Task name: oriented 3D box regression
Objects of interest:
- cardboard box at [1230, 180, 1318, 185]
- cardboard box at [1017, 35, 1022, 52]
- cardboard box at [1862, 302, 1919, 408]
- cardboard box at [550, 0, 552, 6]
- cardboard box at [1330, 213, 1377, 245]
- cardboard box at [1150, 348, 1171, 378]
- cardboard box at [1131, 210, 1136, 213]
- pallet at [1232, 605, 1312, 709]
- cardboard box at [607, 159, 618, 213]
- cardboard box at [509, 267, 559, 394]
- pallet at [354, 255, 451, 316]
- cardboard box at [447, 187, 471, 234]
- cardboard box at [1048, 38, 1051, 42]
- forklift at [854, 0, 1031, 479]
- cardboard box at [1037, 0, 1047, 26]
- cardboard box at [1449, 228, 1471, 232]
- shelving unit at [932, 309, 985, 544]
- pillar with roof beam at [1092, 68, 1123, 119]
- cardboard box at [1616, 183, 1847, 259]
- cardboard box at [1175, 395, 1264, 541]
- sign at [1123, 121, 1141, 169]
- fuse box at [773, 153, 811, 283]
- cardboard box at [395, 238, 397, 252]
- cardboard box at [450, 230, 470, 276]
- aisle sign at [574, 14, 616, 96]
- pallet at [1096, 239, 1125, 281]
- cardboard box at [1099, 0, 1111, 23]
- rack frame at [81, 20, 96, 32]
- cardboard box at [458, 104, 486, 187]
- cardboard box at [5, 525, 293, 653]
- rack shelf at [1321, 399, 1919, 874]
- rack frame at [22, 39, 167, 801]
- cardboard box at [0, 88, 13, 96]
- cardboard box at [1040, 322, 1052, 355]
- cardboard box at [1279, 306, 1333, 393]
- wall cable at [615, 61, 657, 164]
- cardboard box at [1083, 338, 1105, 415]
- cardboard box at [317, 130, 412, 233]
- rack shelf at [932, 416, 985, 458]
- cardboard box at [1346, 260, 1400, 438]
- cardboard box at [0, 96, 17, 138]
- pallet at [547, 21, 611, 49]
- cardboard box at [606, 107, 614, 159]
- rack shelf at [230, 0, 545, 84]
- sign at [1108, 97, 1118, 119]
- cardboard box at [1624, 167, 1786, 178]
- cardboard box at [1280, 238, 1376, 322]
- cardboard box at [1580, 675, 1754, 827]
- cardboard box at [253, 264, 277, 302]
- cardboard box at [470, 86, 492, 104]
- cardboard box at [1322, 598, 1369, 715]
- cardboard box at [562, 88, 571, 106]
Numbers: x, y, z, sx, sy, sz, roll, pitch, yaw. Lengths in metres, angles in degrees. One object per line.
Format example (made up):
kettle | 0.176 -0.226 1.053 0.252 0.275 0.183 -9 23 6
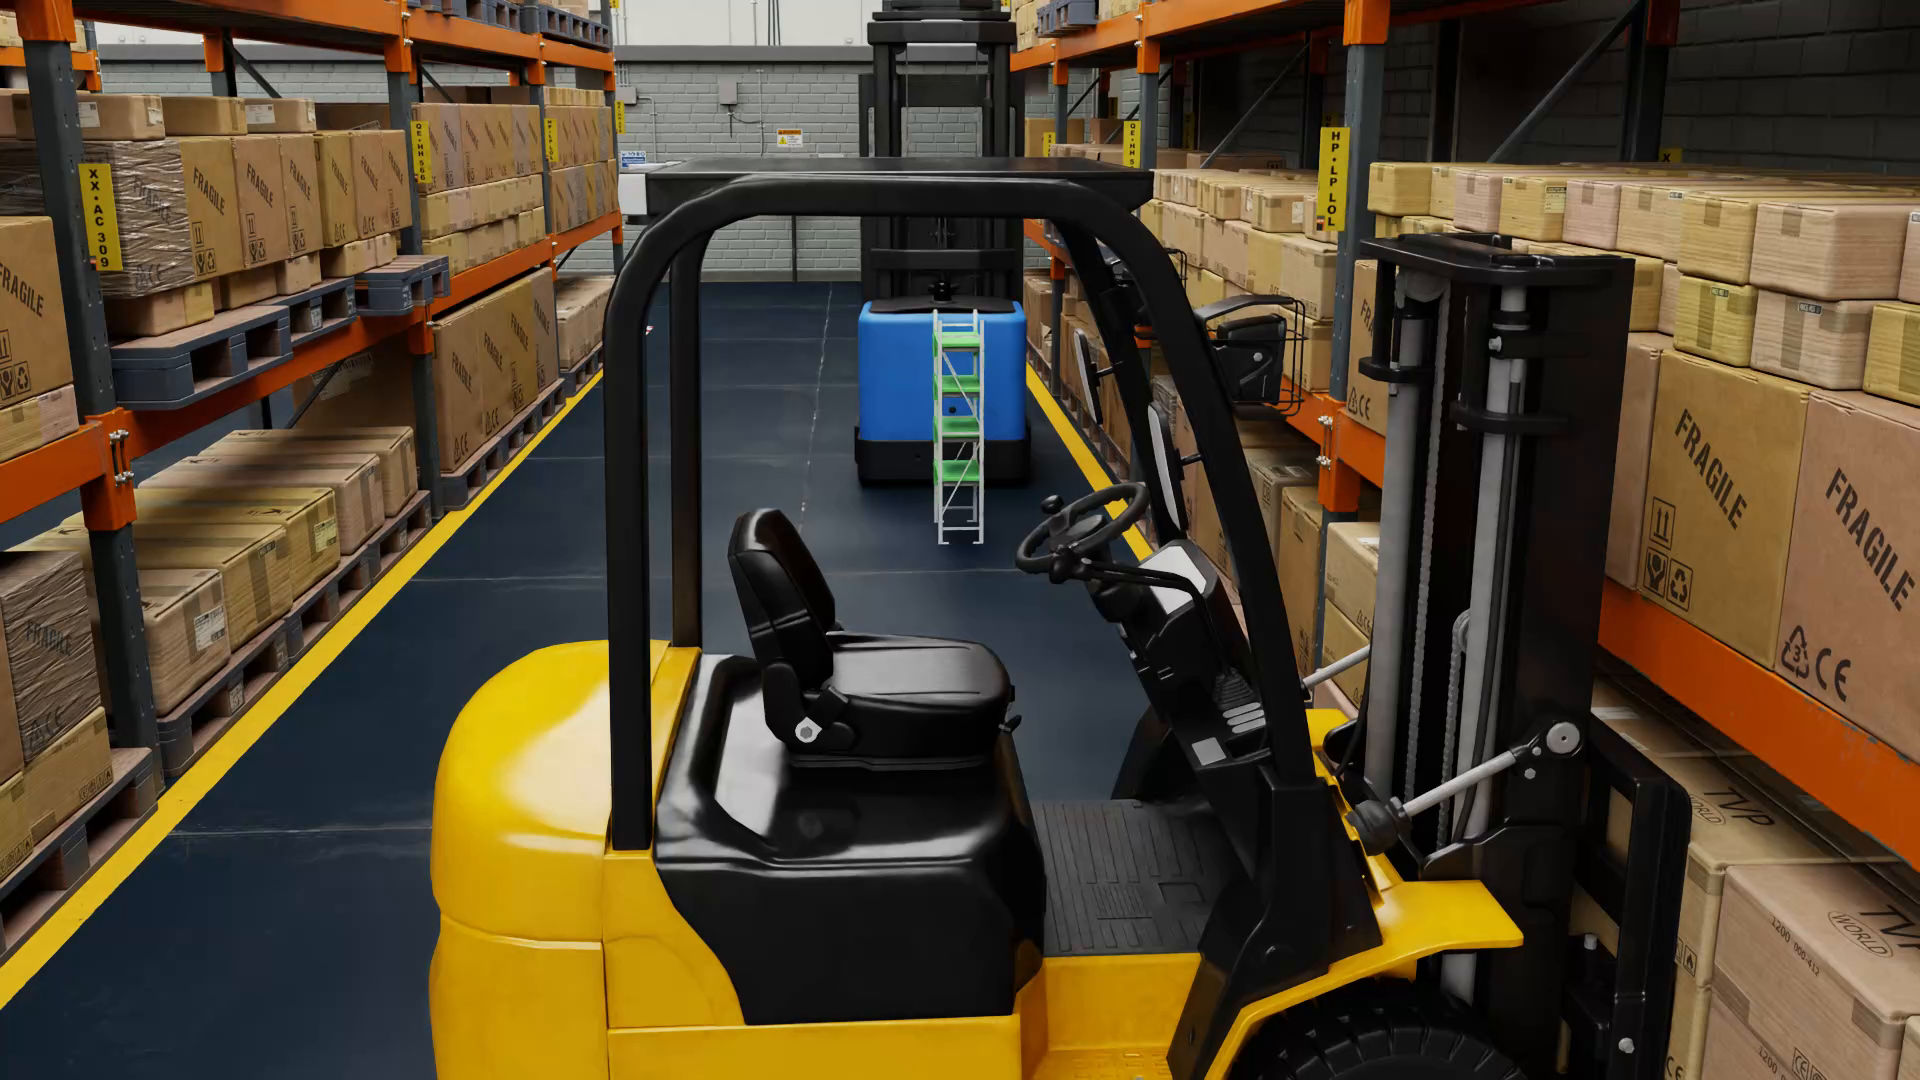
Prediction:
cardboard box | 1.425 -1.538 7.481 0.380 0.149 0.250 -1 14 -3
cardboard box | 0.742 -4.688 15.713 0.380 0.149 0.250 -1 14 -2
cardboard box | 1.686 -0.288 2.625 0.380 0.149 0.250 -1 14 -4
cardboard box | -3.821 -4.650 13.808 0.797 0.503 0.637 0 14 1
cardboard box | 1.501 -1.092 5.750 0.380 0.149 0.250 0 14 -2
cardboard box | 1.213 -1.069 10.033 0.380 0.149 0.250 -2 15 -6
cardboard box | 1.108 -2.031 10.359 0.500 0.250 0.500 -2 15 -6
pallet | 1.659 0.520 6.583 1.003 0.211 1.213 -1 14 -3
cardboard box | -3.660 -3.488 16.361 0.500 0.500 0.500 -1 14 -3
cardboard box | -3.587 -1.582 12.575 0.875 0.875 0.875 0 14 -2
pallet | -3.307 -1.297 8.433 1.213 0.211 1.003 -1 14 -3
cardboard box | -3.274 -1.993 10.052 0.500 0.250 0.500 -1 14 -2
cardboard box | 0.919 -4.115 13.483 0.380 0.149 0.250 -1 14 -4
forklift | -0.122 -2.099 11.301 1.130 2.935 3.031 0 14 -1
cardboard box | 0.926 -4.407 13.820 0.500 0.250 0.500 -1 14 -5
cardboard box | 1.504 -0.736 4.366 0.380 0.149 0.250 -1 14 -2
shelving unit | -0.010 -0.622 9.037 0.258 1.200 0.503 -1 14 -3
pillar with roof beam | -2.564 -7.156 18.780 9.100 9.000 0.400 -1 14 -3
cardboard box | 1.660 -0.690 3.590 0.380 0.149 0.250 -1 14 -3
cardboard box | 1.569 -0.379 8.401 0.875 0.625 0.625 0 14 -2
sign | 0.955 -2.155 9.216 0.100 0.325 0.005 -1 14 -3
fuse box | -2.221 -4.329 22.418 0.539 1.711 0.414 -1 14 -3
cardboard box | -3.203 -1.569 8.767 0.380 0.149 0.250 0 14 -1
cardboard box | -3.287 -1.746 10.093 0.500 0.250 0.500 -1 14 -5
aisle sign | -3.649 -4.837 16.588 0.394 0.787 0.004 -1 14 -3
pallet | 1.384 -1.718 10.067 1.213 0.211 1.003 -1 14 -3
cardboard box | 1.159 -3.396 10.488 0.500 0.250 0.500 -1 14 -3
rack frame | -8.888 -6.359 15.682 1.000 3.000 0.127 -1 14 -3
cardboard box | -3.301 -2.477 10.425 0.500 0.500 0.500 0 14 -2
cardboard box | -3.293 0.189 6.701 0.950 0.372 0.625 0 14 0
rack shelf | 1.868 0.198 3.683 1.077 0.370 4.000 -1 14 -3
rack frame | -3.210 -0.571 5.225 1.000 3.000 0.127 -1 14 -3
cardboard box | -8.503 -3.634 14.325 0.500 0.500 0.500 -1 14 -5
cardboard box | 0.898 -1.740 14.413 0.396 0.266 0.258 0 14 -1
cardboard box | 1.452 -0.697 6.016 0.500 0.250 0.500 -1 14 -2
wall cable | -4.326 -5.464 22.142 0.585 1.953 0.123 -1 14 -3
cardboard box | 1.149 -1.121 11.539 0.500 0.500 0.500 -1 14 -5
cardboard box | -3.152 -1.853 8.567 0.500 0.500 0.500 -1 14 -5
rack shelf | -0.010 -0.560 9.053 0.258 0.148 0.480 -1 14 -3
cardboard box | 1.511 -0.582 5.069 0.500 0.500 0.500 -1 14 -5
cardboard box | -3.520 -1.563 6.140 0.380 0.149 0.250 -1 14 -5
pallet | -3.897 -4.781 15.745 1.003 0.211 1.213 -1 14 -3
cardboard box | -3.686 -3.972 16.235 0.500 0.500 0.500 0 14 -2
rack shelf | -3.582 -3.167 10.740 1.077 0.370 4.000 -1 14 -3
sign | 1.556 -4.350 16.956 0.100 0.325 0.005 -1 14 -3
cardboard box | 2.069 -0.951 4.605 0.380 0.149 0.250 -1 14 -4
cardboard box | 1.458 -0.936 5.942 0.500 0.250 0.500 -1 14 -5
cardboard box | 1.549 0.502 3.722 0.500 0.250 0.500 -1 14 -5
cardboard box | -3.017 -1.052 6.758 0.380 0.149 0.250 -1 14 -3
cardboard box | -3.950 -3.546 13.280 0.380 0.149 0.250 -1 14 -2
cardboard box | 1.466 0.363 5.268 0.500 0.250 0.500 -1 14 -4
cardboard box | -3.498 -3.745 14.054 0.380 0.149 0.250 -1 14 -5
